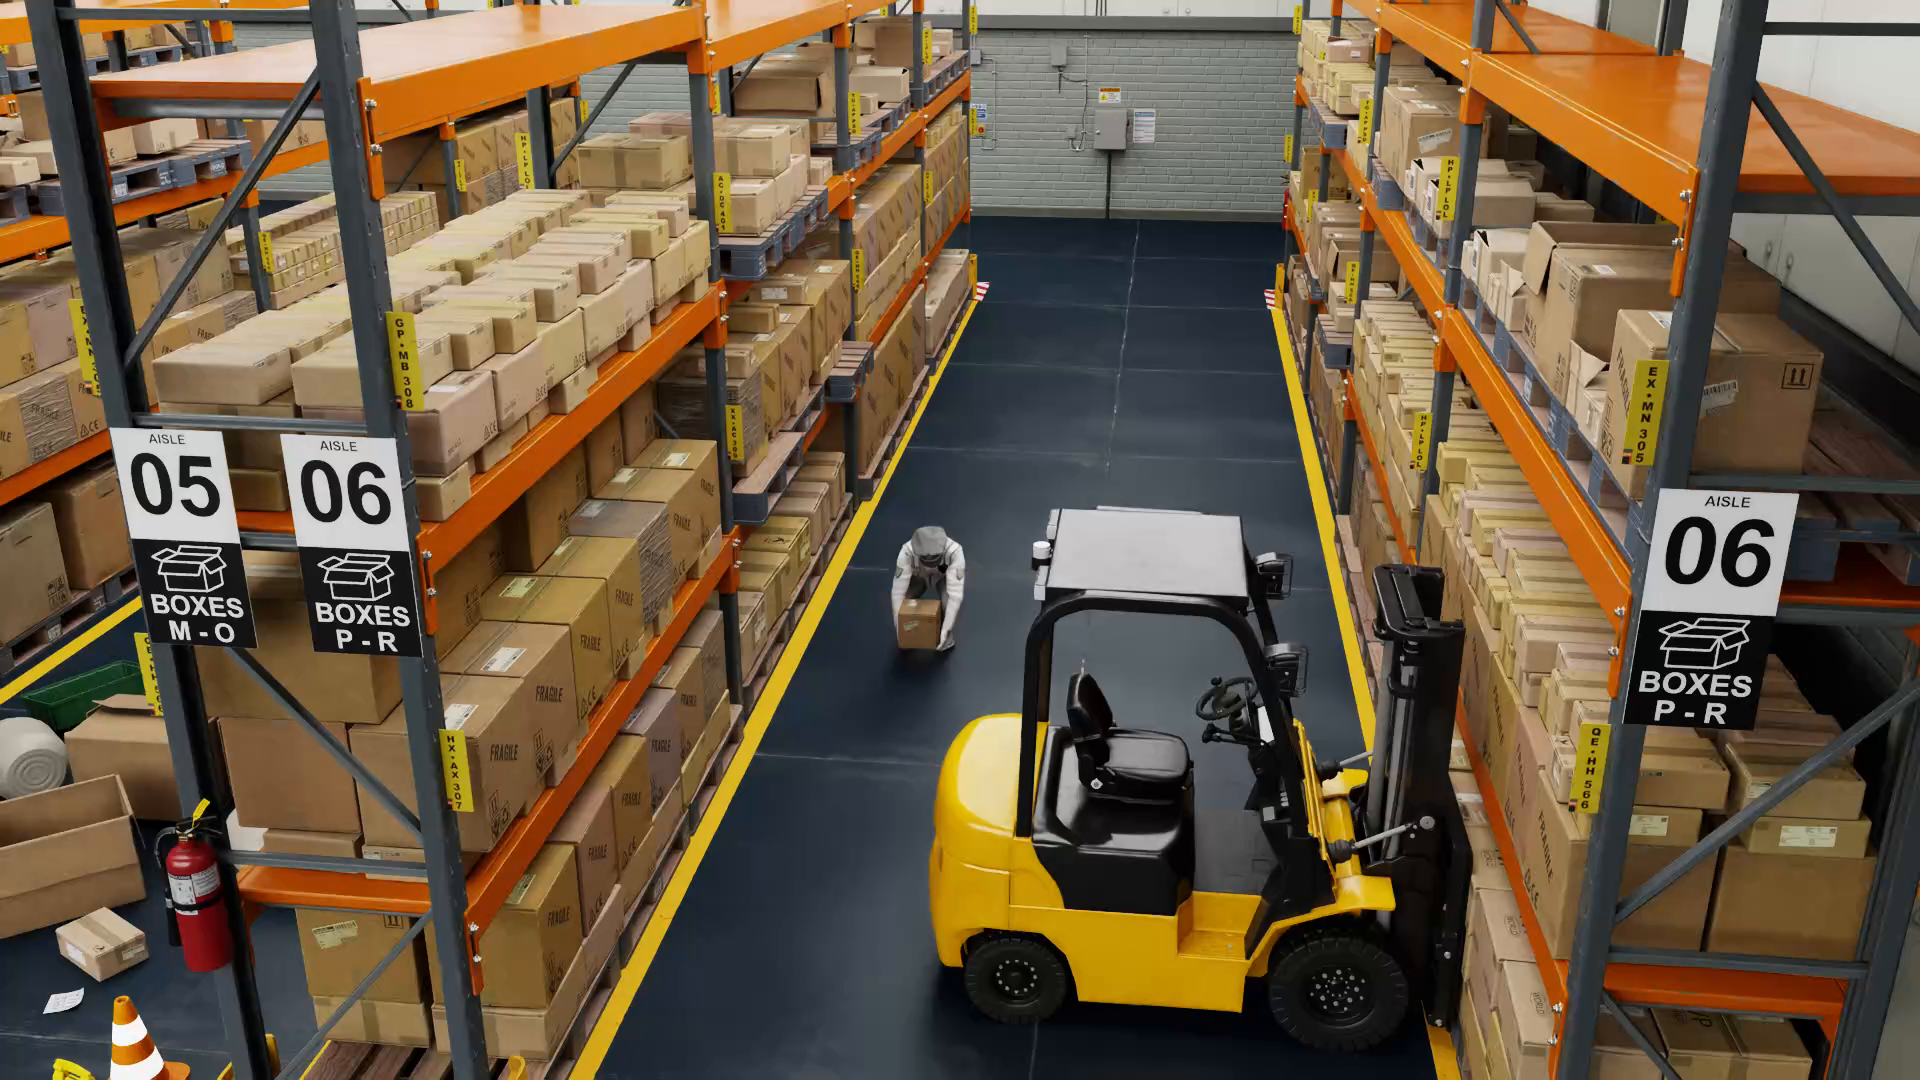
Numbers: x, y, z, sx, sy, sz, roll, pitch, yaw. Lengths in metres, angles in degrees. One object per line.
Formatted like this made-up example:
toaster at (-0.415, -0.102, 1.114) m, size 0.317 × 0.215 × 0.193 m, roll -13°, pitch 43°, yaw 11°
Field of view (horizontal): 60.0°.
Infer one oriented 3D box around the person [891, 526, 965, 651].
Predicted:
person at (-0.198, 0.290, 11.312) m, size 0.493 × 0.967 × 0.831 m, roll 3°, pitch 22°, yaw 8°
